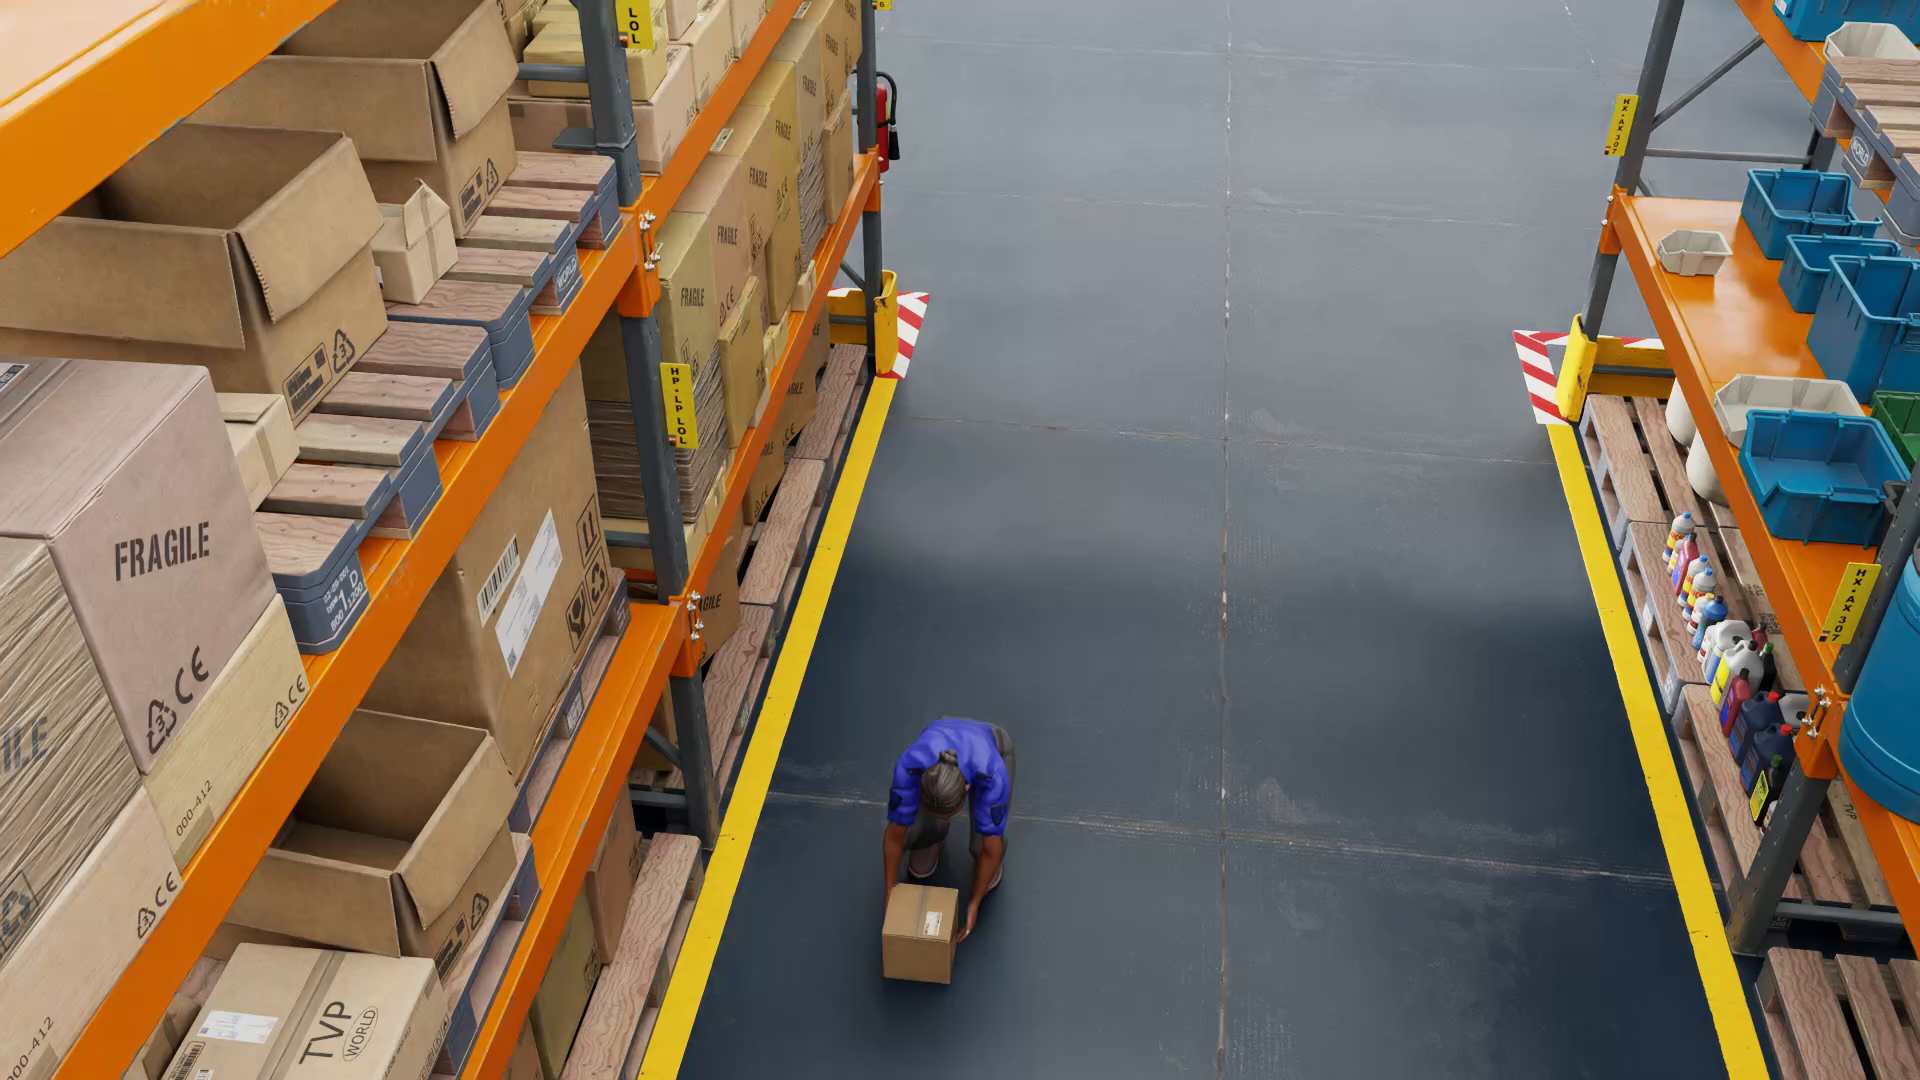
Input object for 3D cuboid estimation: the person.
[{"bbox_3d":[-0.022,1.004,6.316,0.483,0.908,0.818,10,38,13],"label":"person"}]
